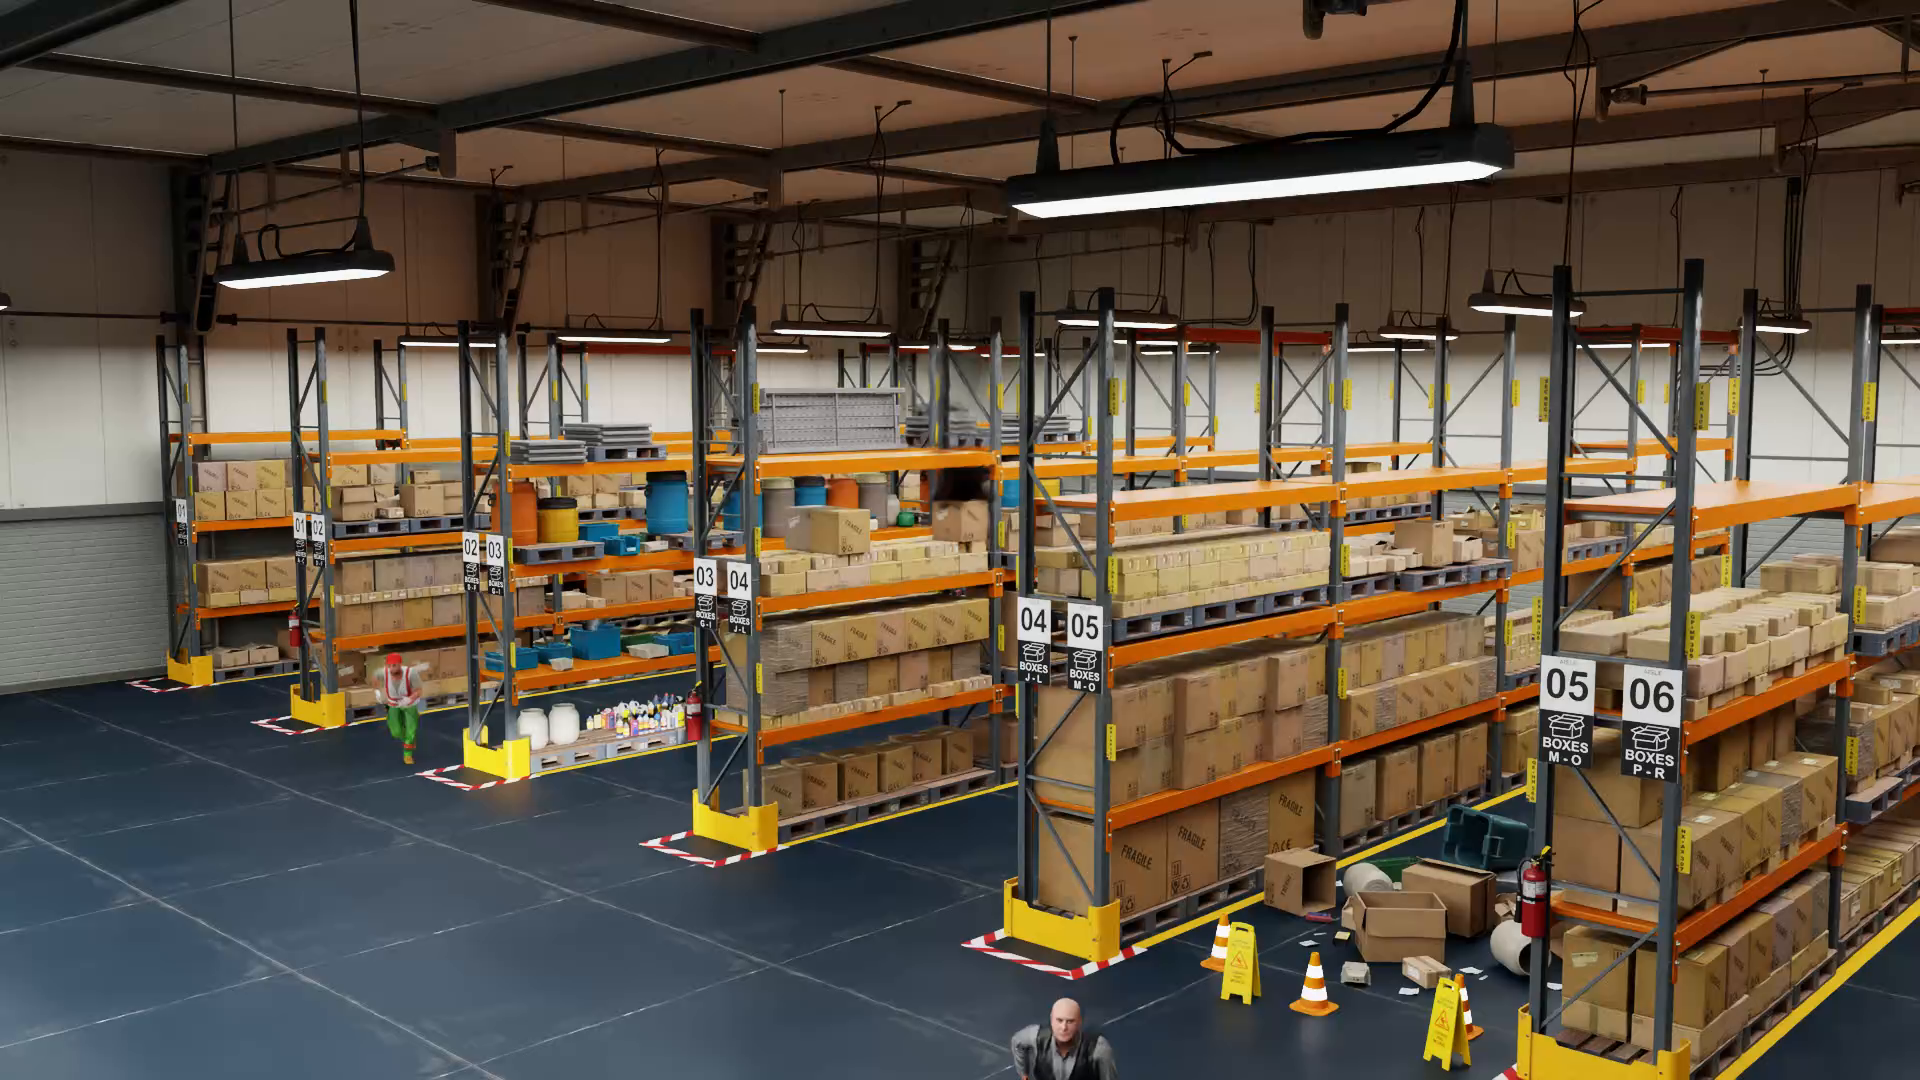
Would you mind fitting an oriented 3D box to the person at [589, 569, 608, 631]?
[{"bbox_3d":[-6.729,1.372,31.244,0.714,1.733,0.791,4,7,38],"label":"person"}]

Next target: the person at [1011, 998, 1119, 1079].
[{"bbox_3d":[0.605,3.440,9.711,0.645,1.647,0.733,1,5,6],"label":"person"}]

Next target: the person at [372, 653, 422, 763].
[{"bbox_3d":[-7.593,2.272,22.453,0.693,1.591,0.825,0,5,-5],"label":"person"}]

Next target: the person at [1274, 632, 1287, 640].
[{"bbox_3d":[4.852,2.066,24.559,0.597,1.640,0.908,5,7,43],"label":"person"}]
